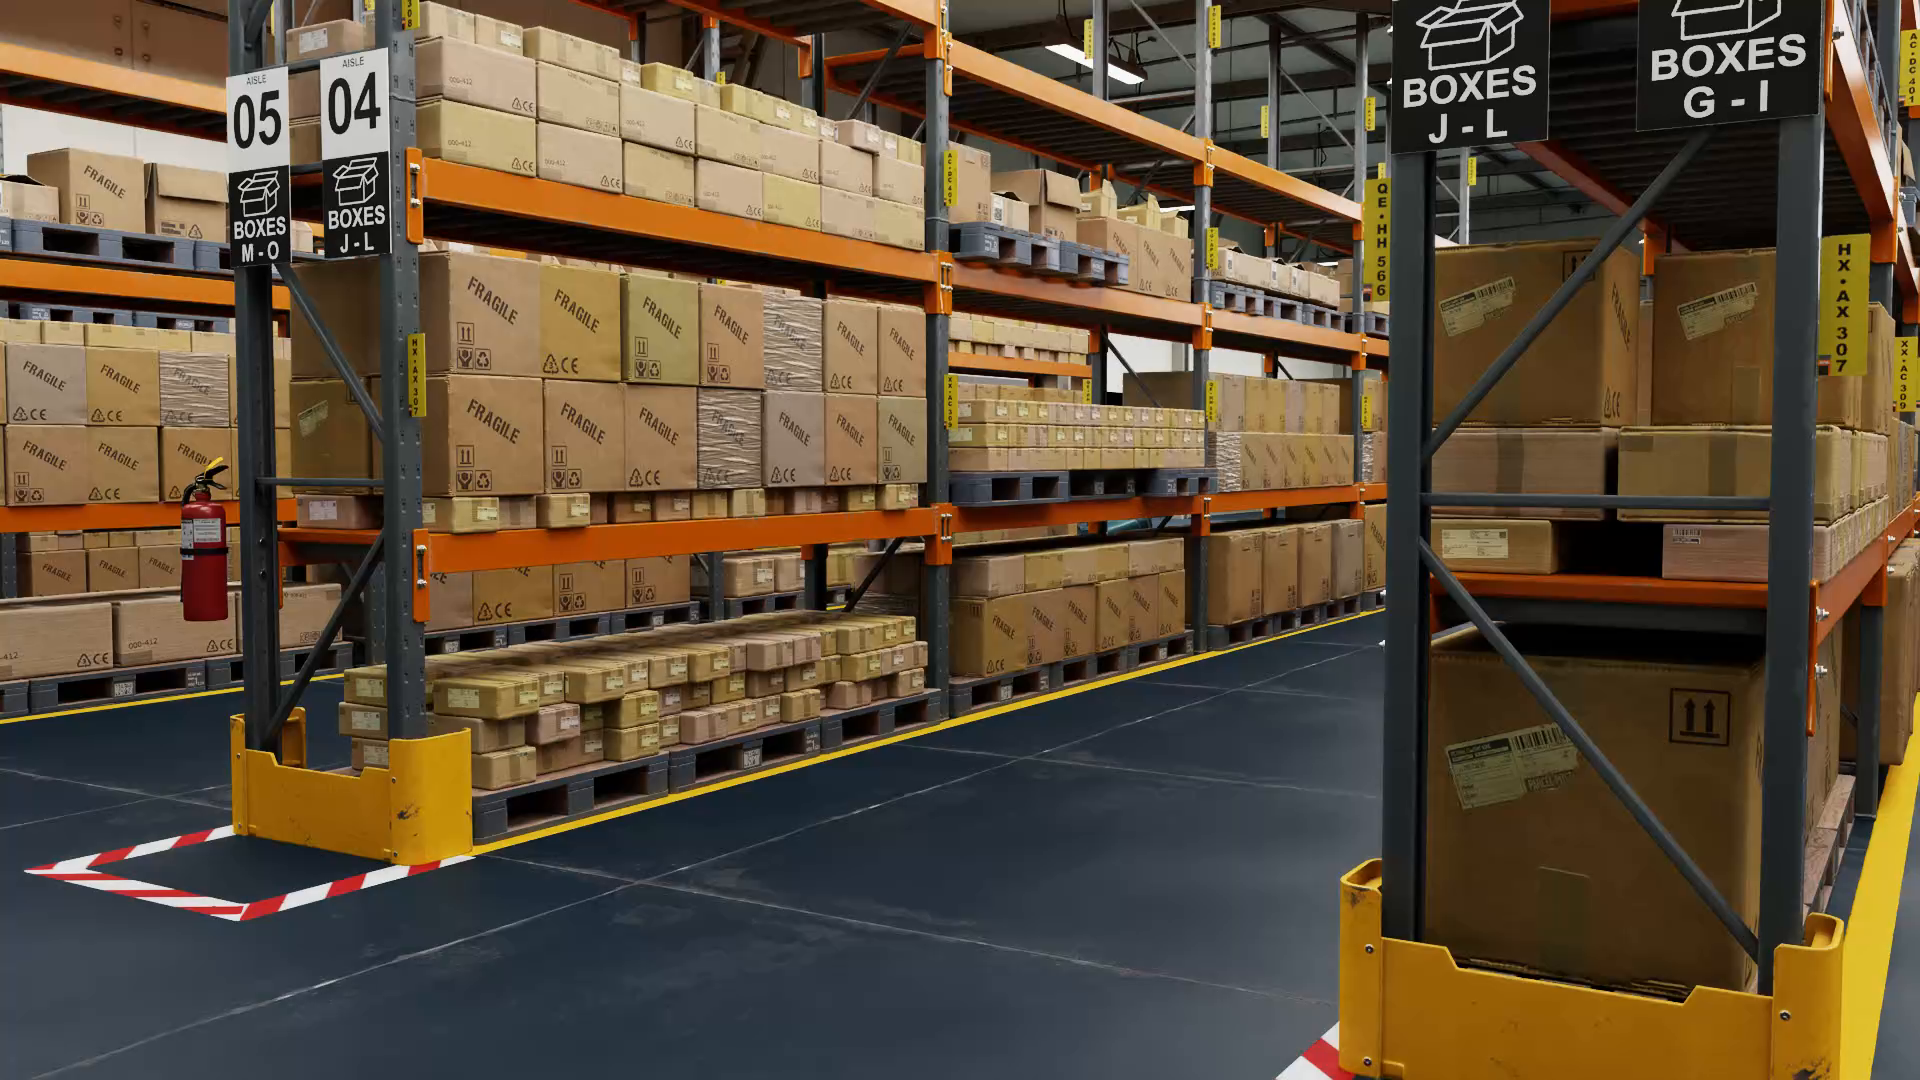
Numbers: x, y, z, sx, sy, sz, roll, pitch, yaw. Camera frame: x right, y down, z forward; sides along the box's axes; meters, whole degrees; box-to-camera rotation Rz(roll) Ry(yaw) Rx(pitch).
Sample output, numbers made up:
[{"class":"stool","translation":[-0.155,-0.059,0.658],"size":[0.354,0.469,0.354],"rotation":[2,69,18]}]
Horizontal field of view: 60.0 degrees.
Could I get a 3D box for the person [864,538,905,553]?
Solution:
[{"class":"person","translation":[-0.748,-0.029,16.394],"size":[0.470,1.592,0.377],"rotation":[2,3,28]}]
